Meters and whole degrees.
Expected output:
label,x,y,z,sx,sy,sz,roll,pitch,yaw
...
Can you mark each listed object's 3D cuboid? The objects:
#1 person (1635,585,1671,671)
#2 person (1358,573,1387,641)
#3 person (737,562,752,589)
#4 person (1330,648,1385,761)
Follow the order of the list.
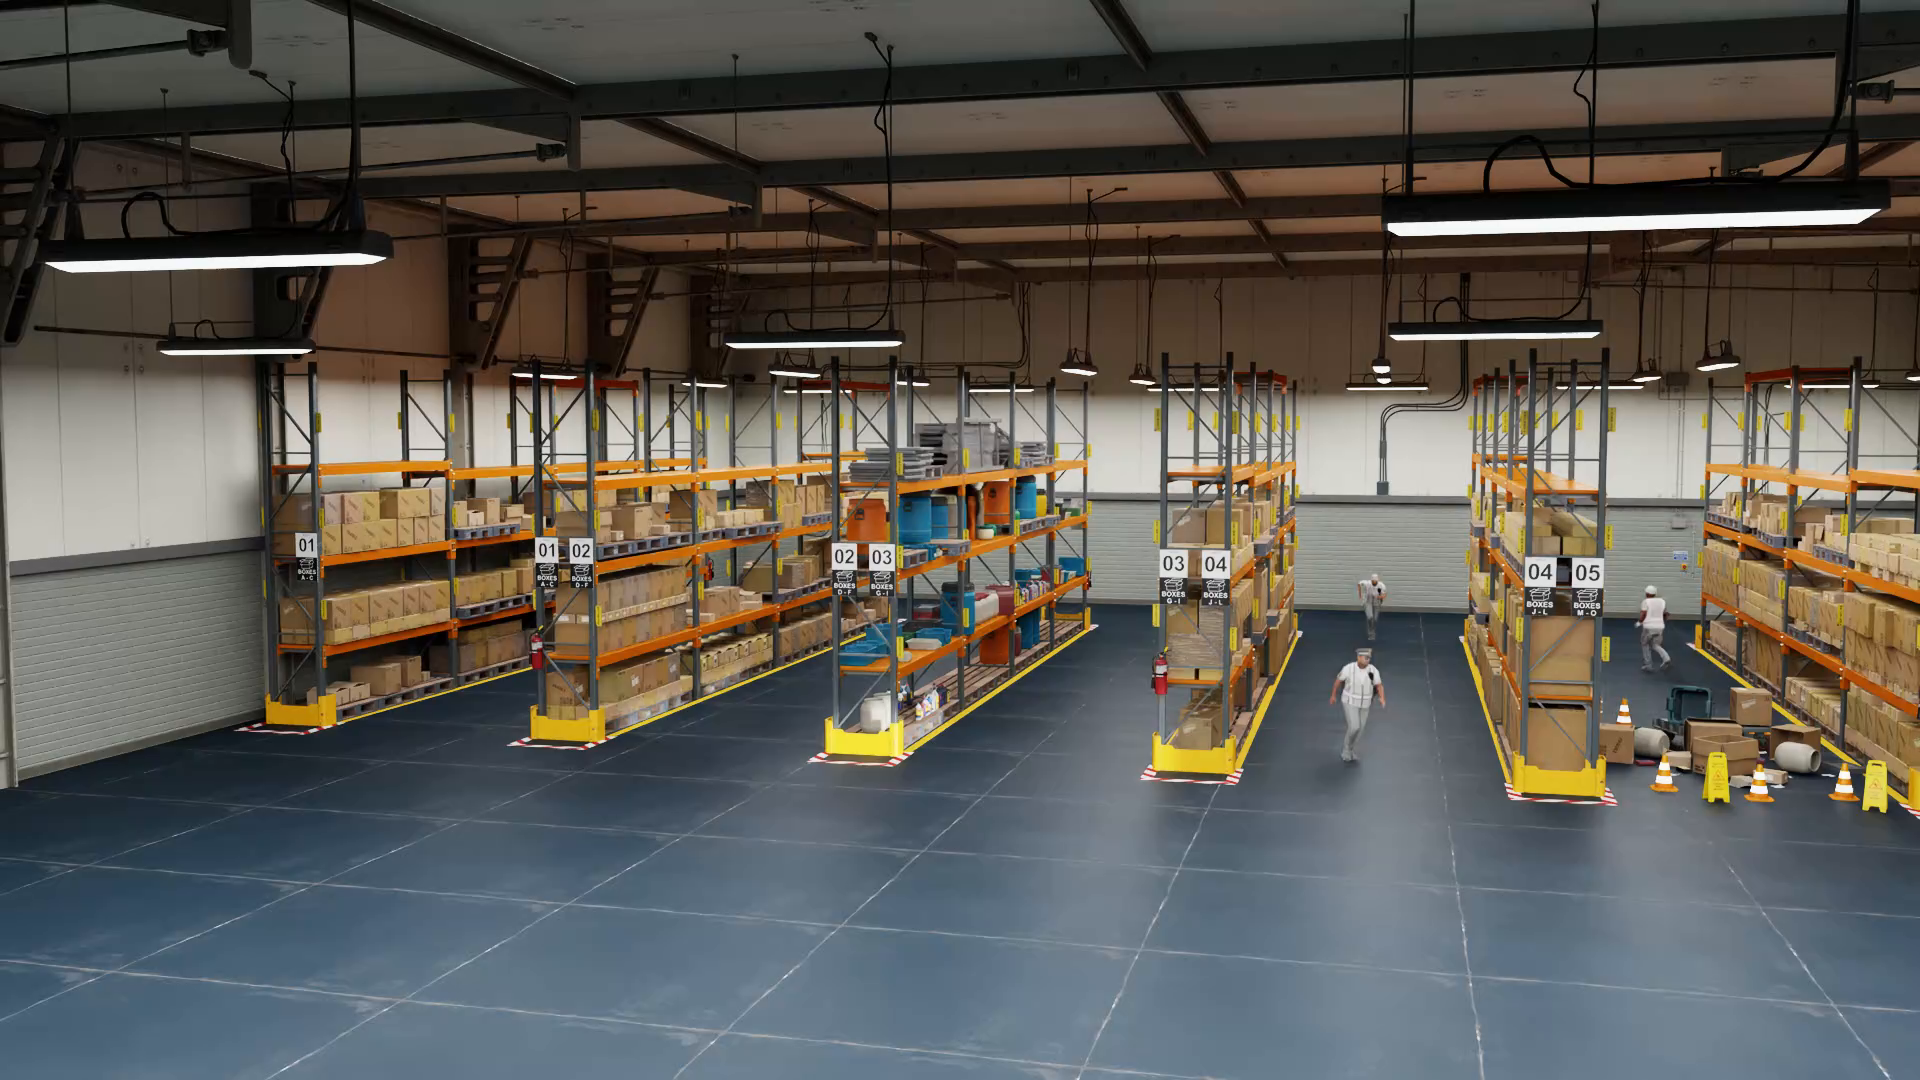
label,x,y,z,sx,sy,sz,roll,pitch,yaw
person,13.989,1.793,33.409,0.684,1.730,0.787,-1,4,-10
person,9.523,1.508,38.432,0.644,1.533,0.980,1,4,8
person,-5.013,1.354,39.945,0.712,1.670,0.928,0,4,4
person,5.888,2.418,24.444,0.629,1.706,0.837,-1,4,-13
